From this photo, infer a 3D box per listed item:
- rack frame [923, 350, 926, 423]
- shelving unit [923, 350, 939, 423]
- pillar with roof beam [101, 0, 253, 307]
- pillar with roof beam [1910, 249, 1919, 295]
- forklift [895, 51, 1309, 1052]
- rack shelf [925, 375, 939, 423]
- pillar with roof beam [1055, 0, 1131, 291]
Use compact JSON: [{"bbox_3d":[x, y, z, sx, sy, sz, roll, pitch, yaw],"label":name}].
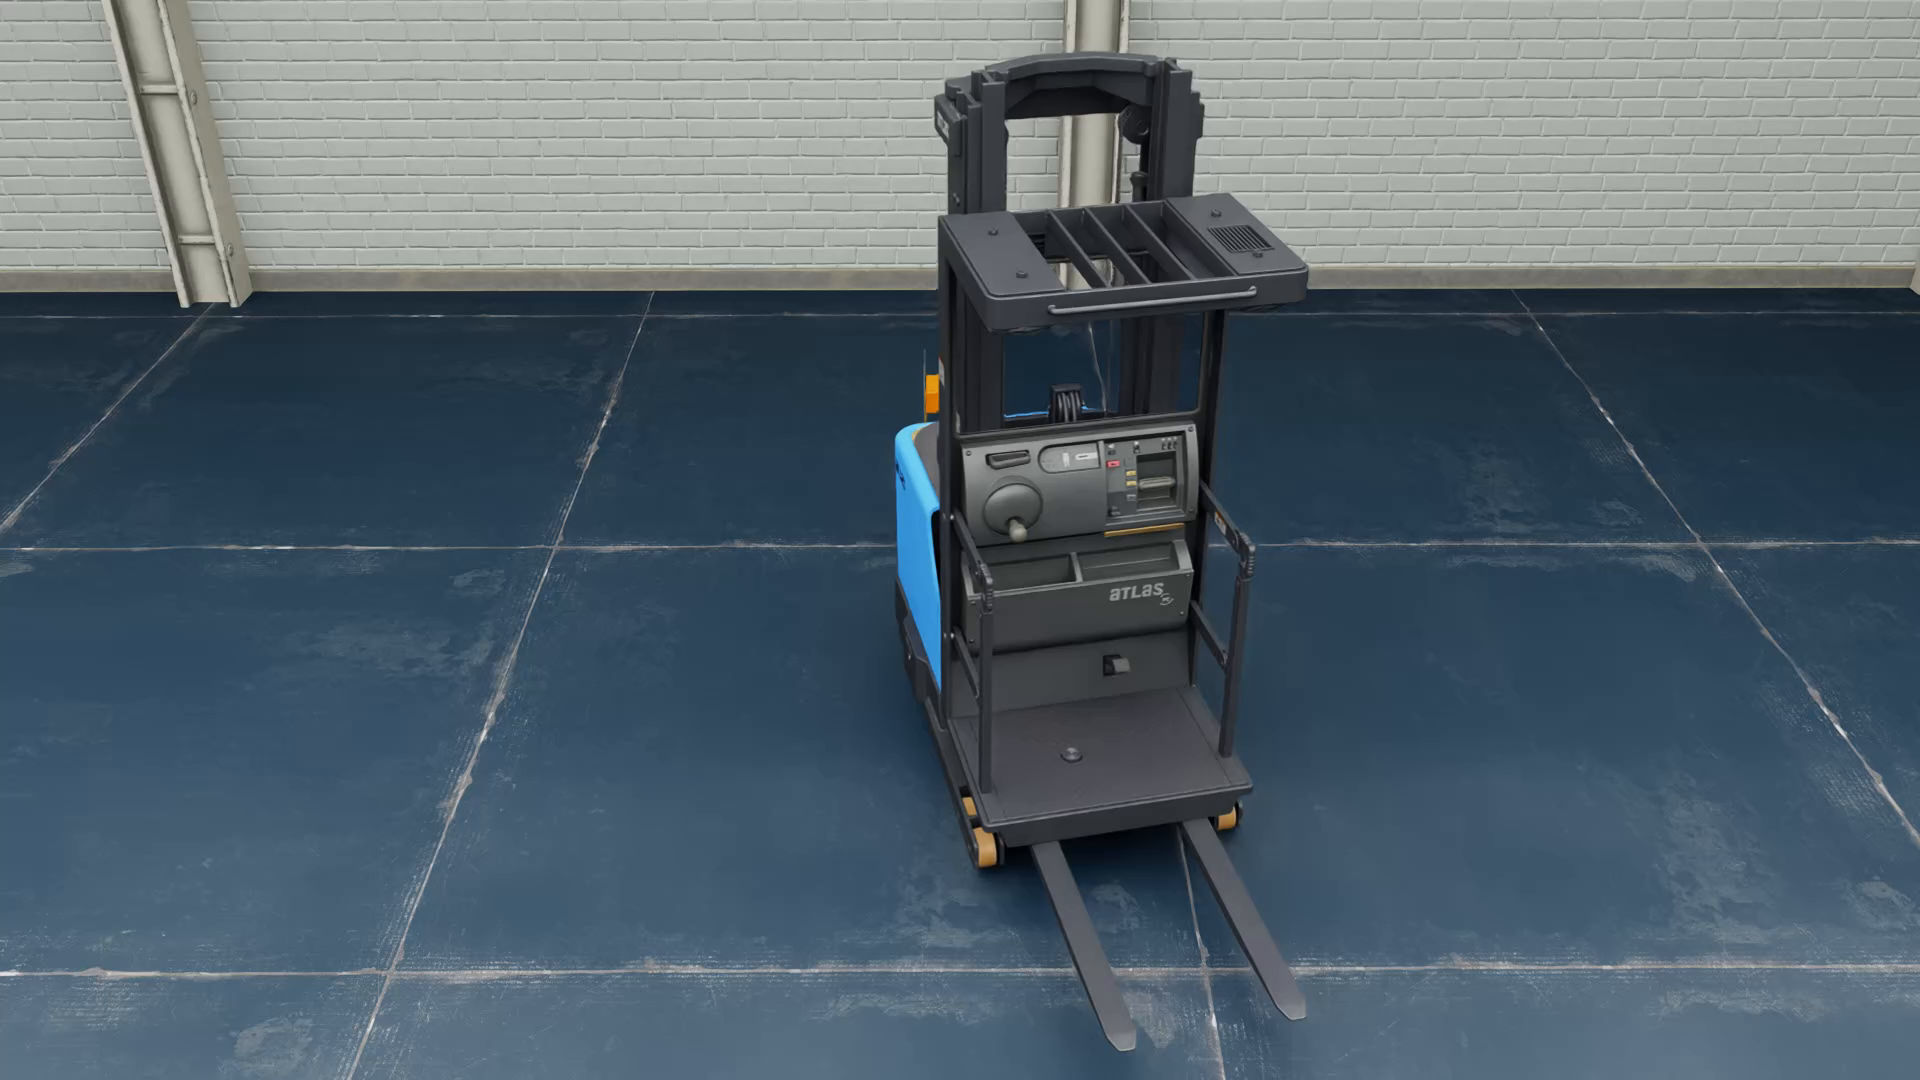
[{"bbox_3d":[-0.176,-0.448,8.477,0.008,1.050,0.200,0,31,0],"label":"rack frame"},{"bbox_3d":[-0.054,-0.449,8.477,0.252,1.050,0.215,0,31,0],"label":"shelving unit"},{"bbox_3d":[-5.109,-3.287,5.492,0.400,9.000,9.100,0,31,0],"label":"pillar with roof beam"},{"bbox_3d":[6.891,-3.324,5.554,0.400,9.000,9.100,0,31,0],"label":"pillar with roof beam"},{"bbox_3d":[0.517,-0.168,6.201,1.130,2.935,3.031,-7,32,-11],"label":"forklift"},{"bbox_3d":[-0.054,-0.682,8.336,0.240,0.259,0.215,0,31,0],"label":"rack shelf"},{"bbox_3d":[0.891,-3.306,5.523,0.400,9.000,9.100,0,31,0],"label":"pillar with roof beam"}]
